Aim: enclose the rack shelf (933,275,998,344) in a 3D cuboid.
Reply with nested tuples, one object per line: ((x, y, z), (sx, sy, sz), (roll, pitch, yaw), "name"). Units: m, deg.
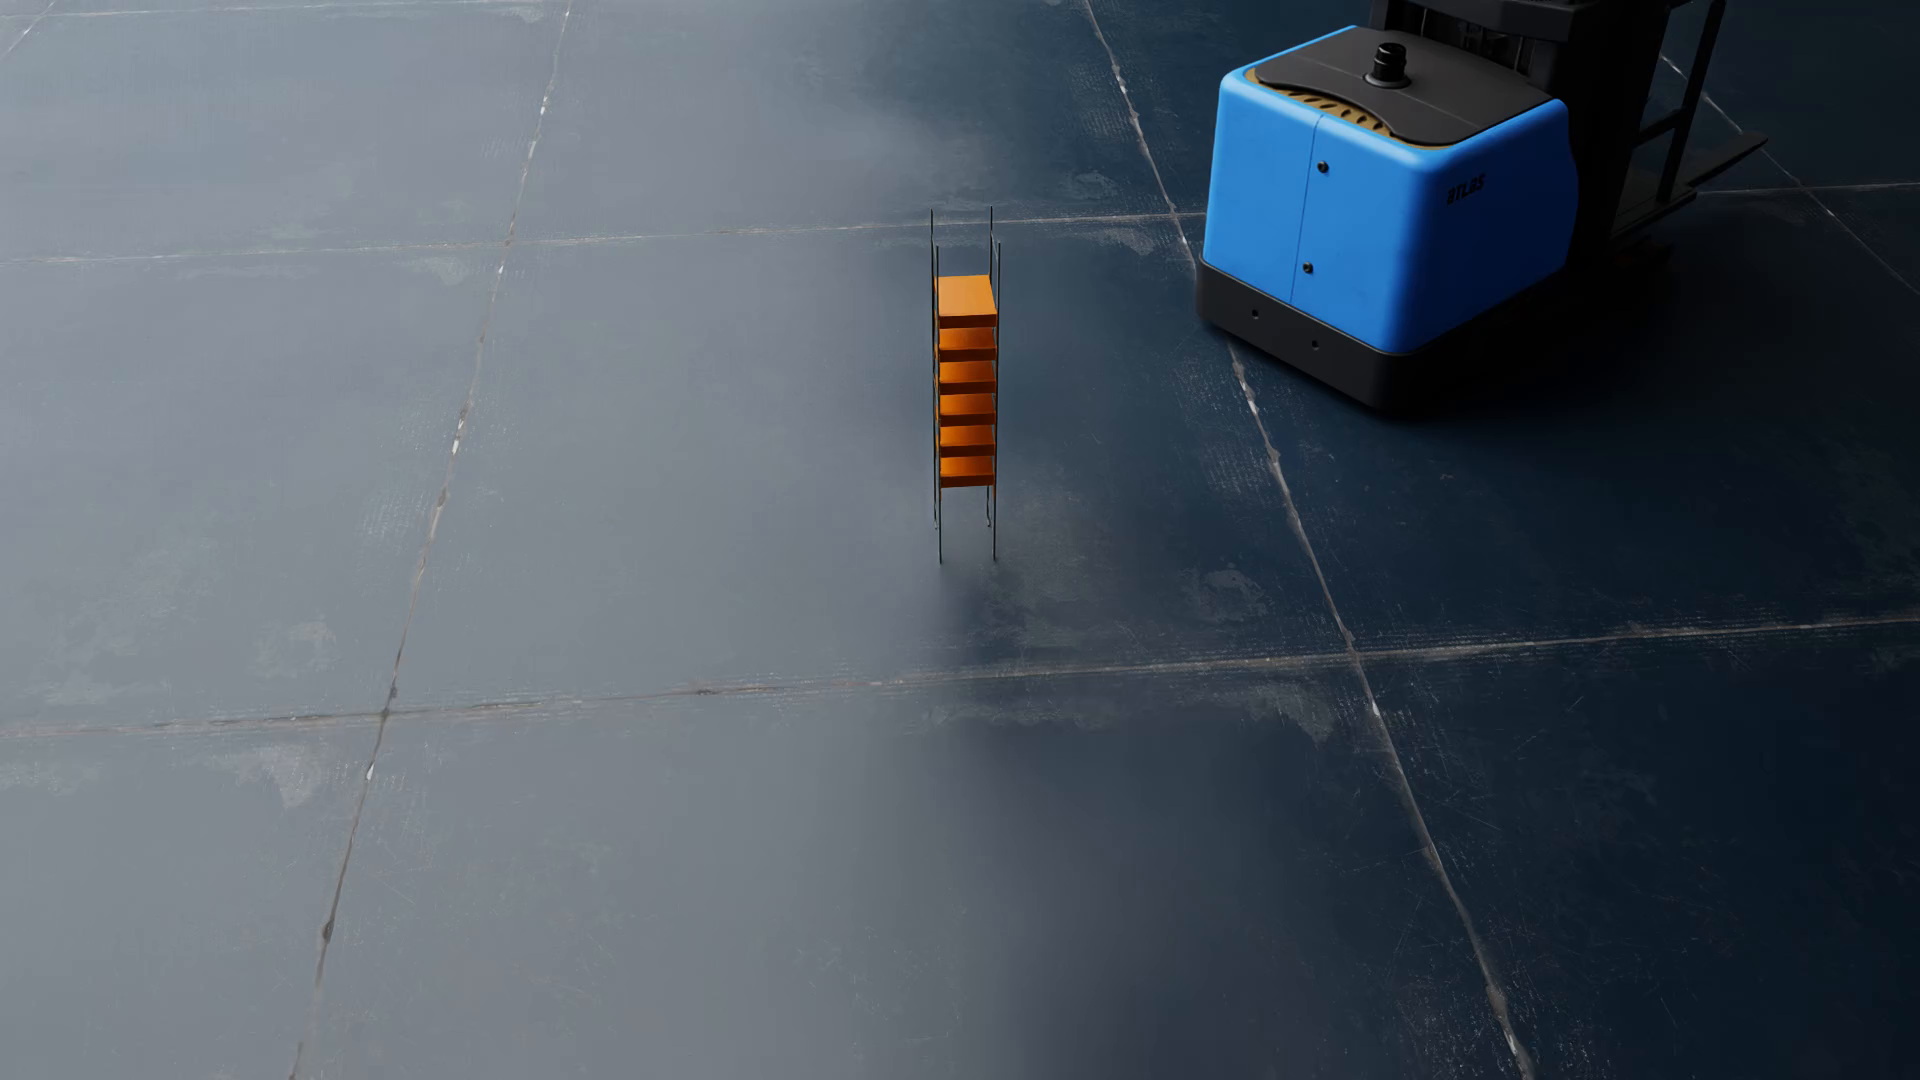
((0.014, -0.720, 5.154), (0.180, 0.103, 0.258), (-3, 38, -4), "rack shelf")

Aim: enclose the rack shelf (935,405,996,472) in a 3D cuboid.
((0.014, -0.343, 5.451), (0.180, 0.103, 0.258), (-3, 38, -4), "rack shelf")

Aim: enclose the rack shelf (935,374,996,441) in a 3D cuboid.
((0.014, -0.437, 5.377), (0.180, 0.103, 0.258), (-3, 38, -4), "rack shelf")

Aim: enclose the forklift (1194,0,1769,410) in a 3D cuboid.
((2.405, -2.408, 6.406), (3.031, 2.935, 1.130), (-28, 46, -31), "forklift")

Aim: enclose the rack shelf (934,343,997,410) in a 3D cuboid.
((0.014, -0.531, 5.302), (0.180, 0.103, 0.258), (-3, 38, -4), "rack shelf")

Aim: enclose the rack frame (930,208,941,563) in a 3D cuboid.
((-0.077, -0.467, 5.343), (0.006, 1.200, 0.240), (-3, 38, -4), "rack frame")

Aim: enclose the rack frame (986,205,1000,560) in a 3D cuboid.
((0.106, -0.477, 5.355), (0.006, 1.200, 0.240), (-3, 38, -4), "rack frame")

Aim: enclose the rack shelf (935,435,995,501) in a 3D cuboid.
((0.014, -0.249, 5.525), (0.180, 0.103, 0.258), (-3, 38, -4), "rack shelf")

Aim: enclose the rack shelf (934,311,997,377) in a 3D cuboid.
((0.014, -0.625, 5.228), (0.180, 0.103, 0.258), (-3, 38, -4), "rack shelf")

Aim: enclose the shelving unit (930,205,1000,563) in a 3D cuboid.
((0.014, -0.472, 5.349), (0.189, 1.200, 0.258), (-3, 38, -4), "shelving unit")
